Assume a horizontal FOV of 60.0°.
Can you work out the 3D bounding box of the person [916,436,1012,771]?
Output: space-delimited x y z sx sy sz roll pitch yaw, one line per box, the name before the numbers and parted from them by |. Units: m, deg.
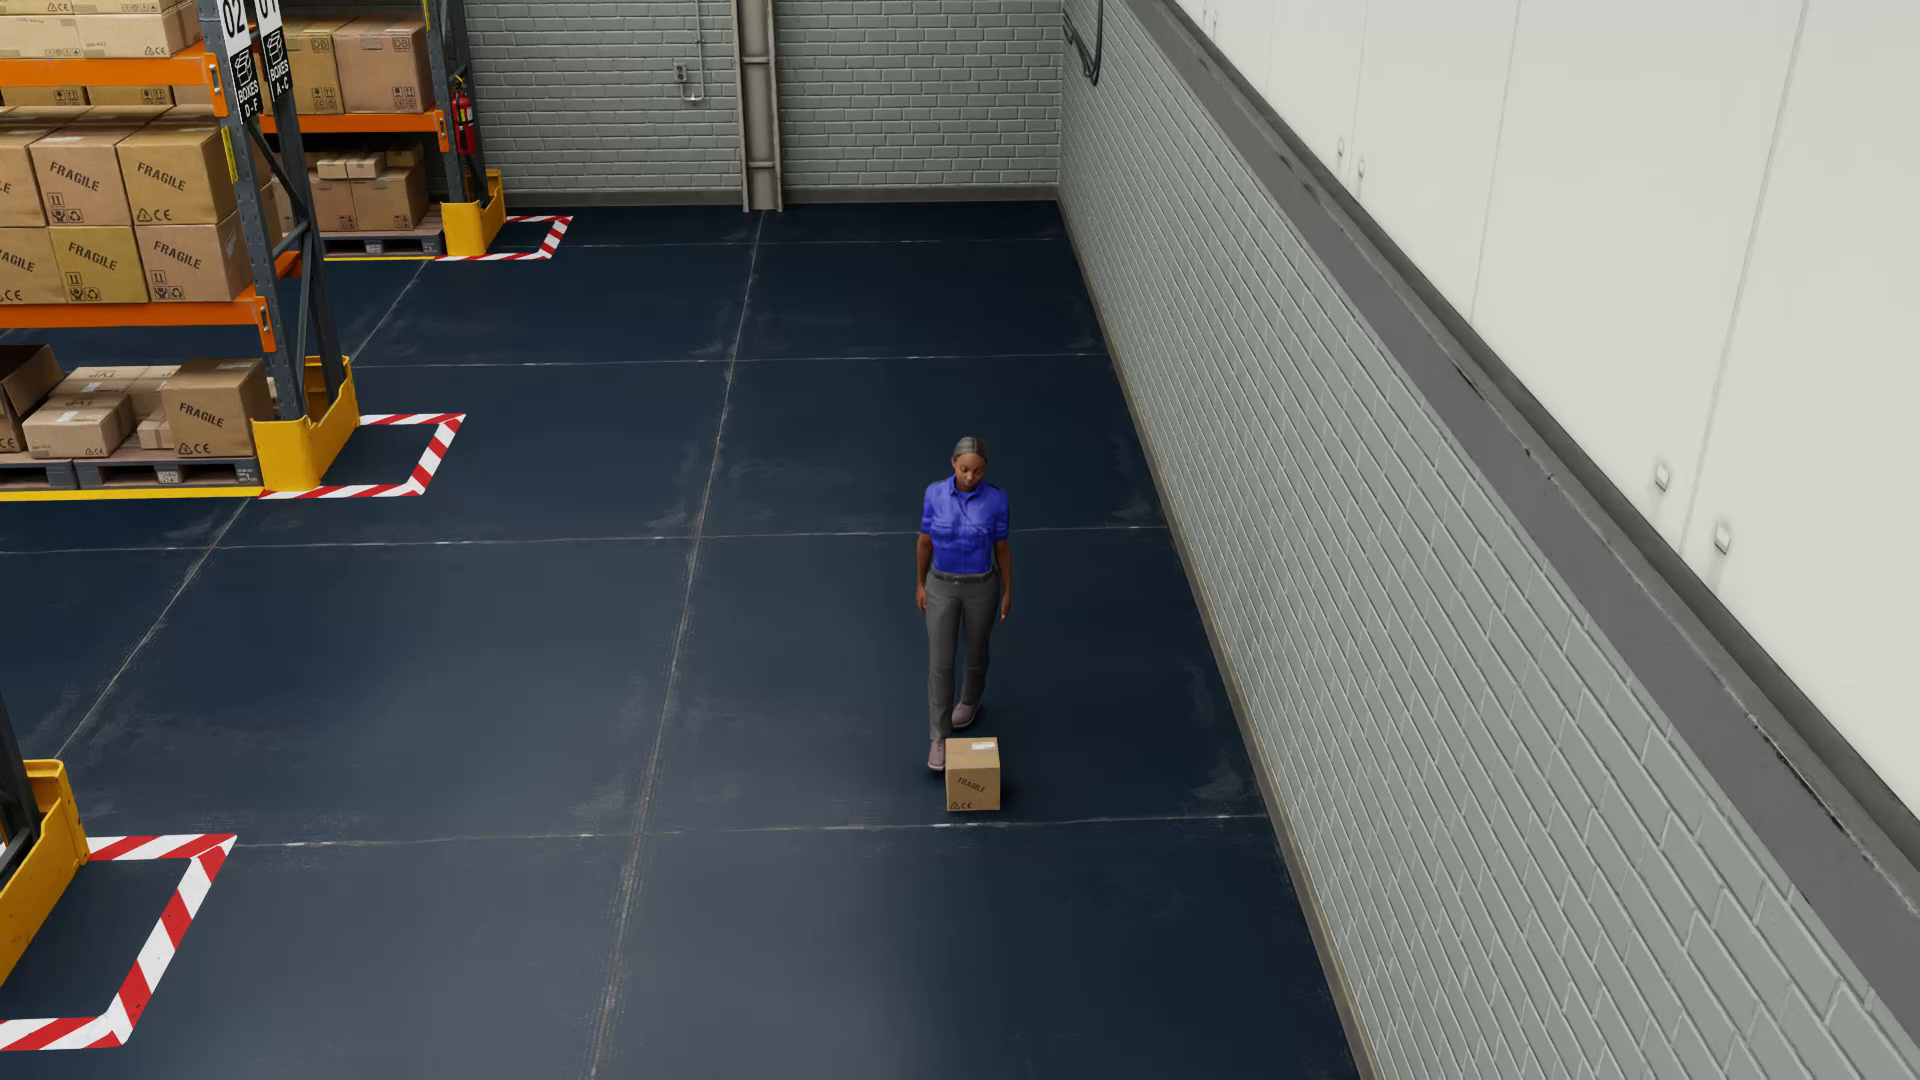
person | 0.008 0.292 8.064 0.471 1.640 0.719 2 28 3
